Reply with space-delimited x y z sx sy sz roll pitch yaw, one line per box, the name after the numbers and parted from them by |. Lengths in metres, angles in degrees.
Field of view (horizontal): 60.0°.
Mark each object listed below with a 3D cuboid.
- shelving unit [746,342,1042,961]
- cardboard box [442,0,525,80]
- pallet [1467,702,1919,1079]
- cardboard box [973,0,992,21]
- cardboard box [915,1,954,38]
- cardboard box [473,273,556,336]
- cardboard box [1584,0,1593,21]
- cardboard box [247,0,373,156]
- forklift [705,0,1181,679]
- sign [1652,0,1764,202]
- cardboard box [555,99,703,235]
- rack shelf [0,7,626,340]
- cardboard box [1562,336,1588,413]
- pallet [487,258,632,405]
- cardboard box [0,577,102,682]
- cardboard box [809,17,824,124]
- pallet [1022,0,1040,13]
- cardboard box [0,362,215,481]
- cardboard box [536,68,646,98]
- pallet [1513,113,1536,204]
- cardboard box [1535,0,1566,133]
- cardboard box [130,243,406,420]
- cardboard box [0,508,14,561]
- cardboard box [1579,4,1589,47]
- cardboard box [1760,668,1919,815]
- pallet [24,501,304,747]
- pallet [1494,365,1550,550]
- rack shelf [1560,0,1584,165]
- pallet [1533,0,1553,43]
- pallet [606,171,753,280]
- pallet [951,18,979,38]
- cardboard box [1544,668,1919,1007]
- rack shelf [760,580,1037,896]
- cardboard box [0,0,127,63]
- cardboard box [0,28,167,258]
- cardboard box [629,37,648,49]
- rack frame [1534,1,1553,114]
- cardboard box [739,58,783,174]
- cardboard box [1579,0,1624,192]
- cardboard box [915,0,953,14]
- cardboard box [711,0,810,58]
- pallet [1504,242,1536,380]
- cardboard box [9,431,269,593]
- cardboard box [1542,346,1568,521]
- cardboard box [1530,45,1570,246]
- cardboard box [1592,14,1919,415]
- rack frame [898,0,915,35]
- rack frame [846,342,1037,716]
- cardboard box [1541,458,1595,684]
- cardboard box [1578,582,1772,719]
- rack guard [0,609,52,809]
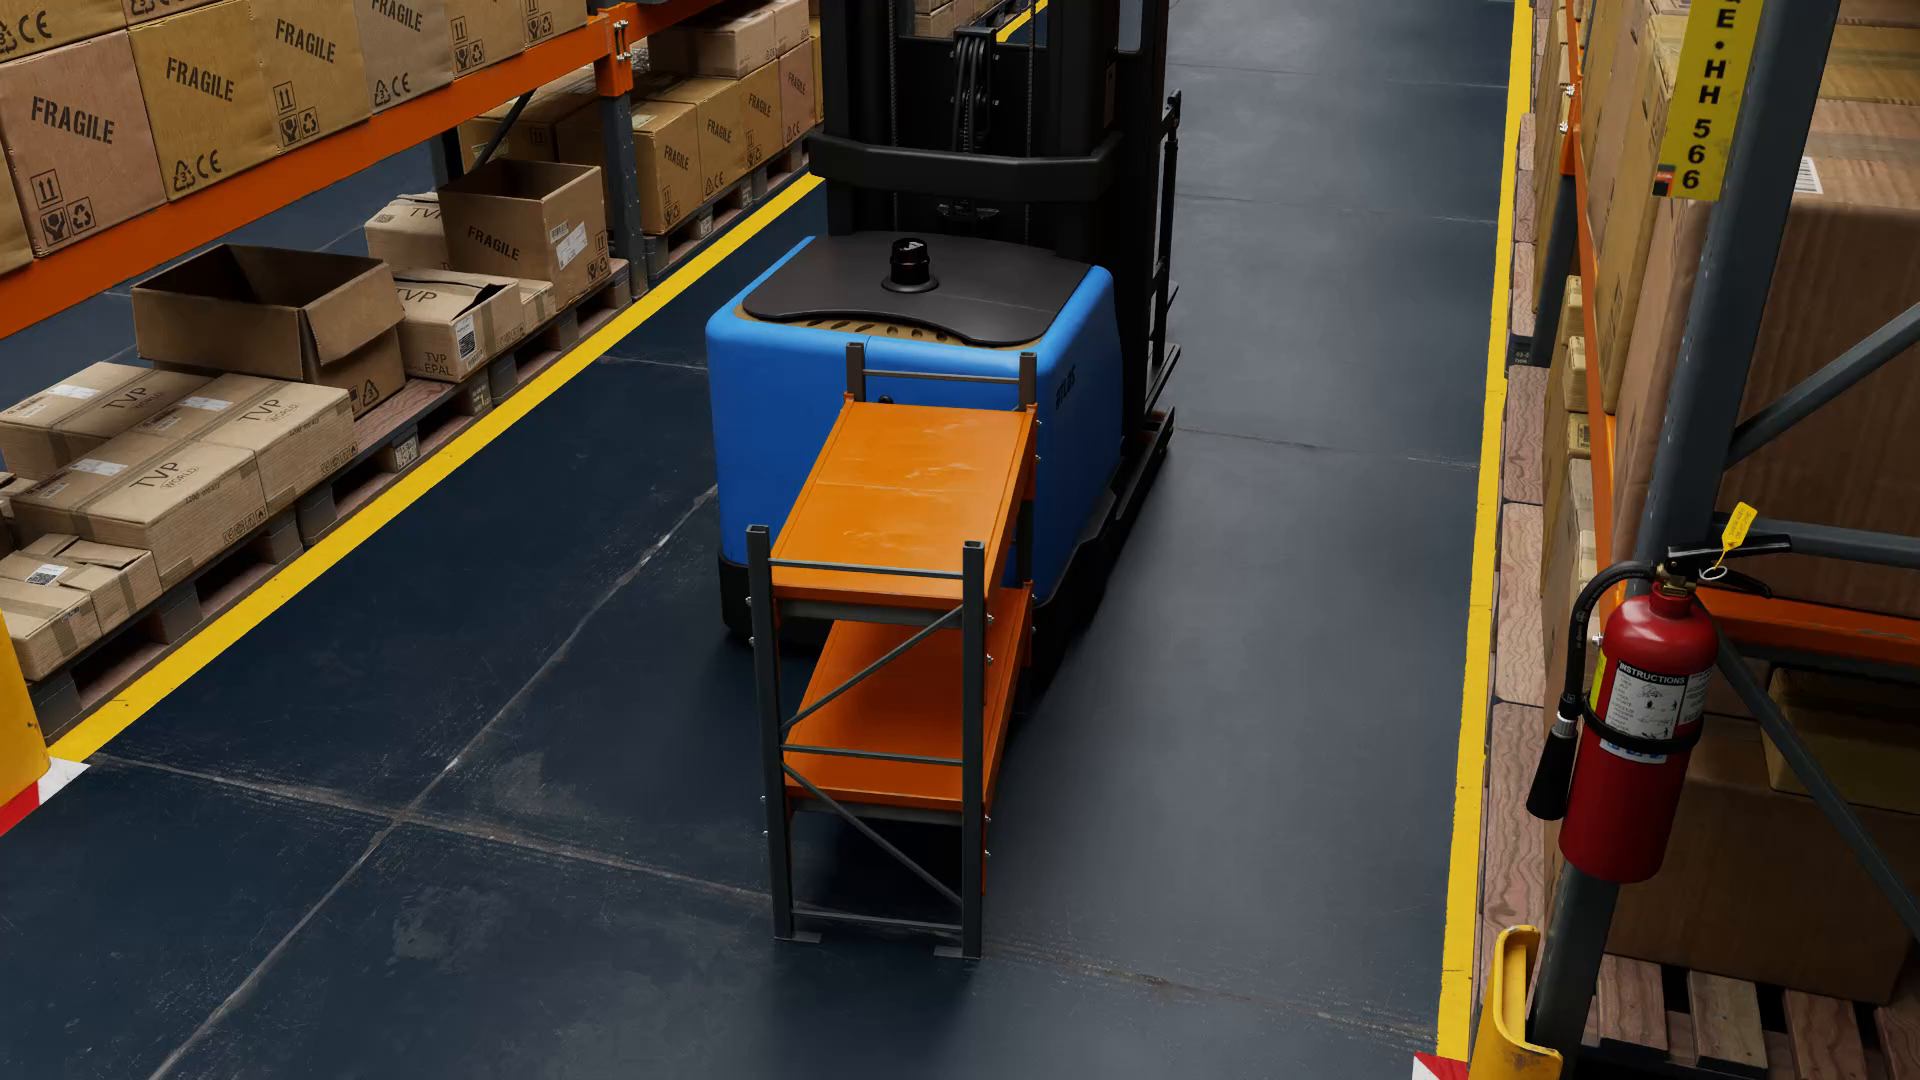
-0.124 0.239 4.163 0.538 1.125 1.048 4 29 7 | shelving unit
-2.015 -2.057 6.259 0.500 0.500 0.500 9 30 16 | cardboard box
1.759 0.878 3.954 1.003 0.211 1.213 8 30 15 | pallet
-0.062 -4.040 12.324 0.500 0.250 0.500 8 30 14 | cardboard box
-0.355 -3.564 11.468 0.500 0.250 0.500 8 30 15 | cardboard box
-1.913 -0.980 6.906 0.380 0.149 0.250 8 30 15 | cardboard box
2.667 -2.250 6.279 0.500 0.500 0.500 8 30 14 | cardboard box
-2.311 -1.581 5.403 0.500 0.500 0.500 9 30 16 | cardboard box
0.187 -1.573 5.563 1.130 2.935 3.031 9 30 15 | forklift
1.084 -0.651 2.400 0.100 0.325 0.005 8 30 15 | sign
-1.589 -1.812 8.040 0.500 0.500 0.500 7 30 13 | cardboard box
-2.551 -1.278 5.702 1.077 0.370 4.000 8 30 15 | rack shelf
2.027 -0.483 5.004 0.380 0.149 0.250 8 30 13 | cardboard box
-2.166 -0.984 7.302 1.003 0.211 1.213 8 30 15 | pallet
-2.686 0.245 4.704 0.380 0.149 0.250 8 30 15 | cardboard box
-0.992 -2.772 9.766 0.500 0.500 0.500 7 30 13 | cardboard box
0.205 -4.673 13.933 1.003 0.211 1.213 8 30 15 | pallet
-2.906 -0.379 5.721 0.500 0.250 0.500 8 30 15 | cardboard box
-1.940 -2.120 8.595 0.500 0.500 0.500 9 30 15 | cardboard box
3.643 -2.101 9.310 1.003 0.211 1.213 8 30 15 | pallet
3.606 -2.597 9.111 0.750 0.750 0.750 8 30 14 | cardboard box
-2.510 -0.749 6.127 0.797 0.503 0.637 8 30 15 | cardboard box
-3.214 -0.051 4.874 0.500 0.500 0.500 8 30 15 | cardboard box
2.653 -2.034 6.558 0.380 0.149 0.250 9 30 16 | cardboard box
1.863 0.415 3.391 0.380 0.149 0.250 9 30 15 | cardboard box
-2.882 0.150 5.264 1.003 0.211 1.213 8 30 15 | pallet
2.475 -0.256 5.993 1.003 0.211 1.213 8 30 15 | pallet
3.360 -2.432 7.776 1.077 0.370 4.000 8 30 15 | rack shelf
4.894 -3.954 12.640 1.003 0.211 1.213 8 30 15 | pallet
-1.761 -1.687 8.565 1.003 0.211 1.213 8 30 15 | pallet
-0.511 -3.539 11.895 1.003 0.211 1.213 8 30 15 | pallet
1.709 0.612 3.704 0.700 0.500 0.500 8 30 15 | cardboard box
-0.124 0.453 4.282 0.538 0.278 1.000 4 29 7 | rack shelf
-2.609 -1.556 4.330 0.500 0.500 0.500 9 30 15 | cardboard box
-2.609 -1.116 4.567 0.500 0.500 0.500 8 30 14 | cardboard box
-1.645 -2.590 9.439 0.500 0.500 0.500 7 30 13 | cardboard box
3.947 -3.676 9.272 1.000 3.000 0.127 8 30 15 | rack frame
-1.289 -2.292 8.904 0.500 0.500 0.500 9 30 15 | cardboard box
2.379 -1.360 4.800 0.980 0.700 0.700 8 30 14 | cardboard box
-0.355 -3.809 11.331 0.500 0.311 0.500 10 30 17 | cardboard box
-1.149 -2.837 9.112 0.500 0.250 0.500 8 30 14 | cardboard box
2.927 -0.967 7.272 1.003 0.211 1.213 8 30 15 | pallet
-2.560 -0.098 5.217 0.500 0.250 0.500 8 30 15 | cardboard box
2.305 -0.342 5.418 0.700 0.500 0.500 8 30 14 | cardboard box
3.097 -1.795 7.670 0.750 0.750 0.750 9 30 16 | cardboard box
1.942 -0.667 3.555 0.980 0.700 0.700 8 30 14 | cardboard box
-0.790 -4.381 10.539 1.000 3.000 0.127 8 30 15 | rack frame
-0.050 -0.005 4.602 0.500 1.125 0.032 4 29 7 | rack frame
2.002 0.145 4.543 0.700 0.500 0.500 8 30 13 | cardboard box
1.572 0.242 3.701 0.380 0.149 0.250 8 30 14 | cardboard box
-3.116 0.394 4.527 1.175 0.500 0.348 8 30 15 | rack guard
